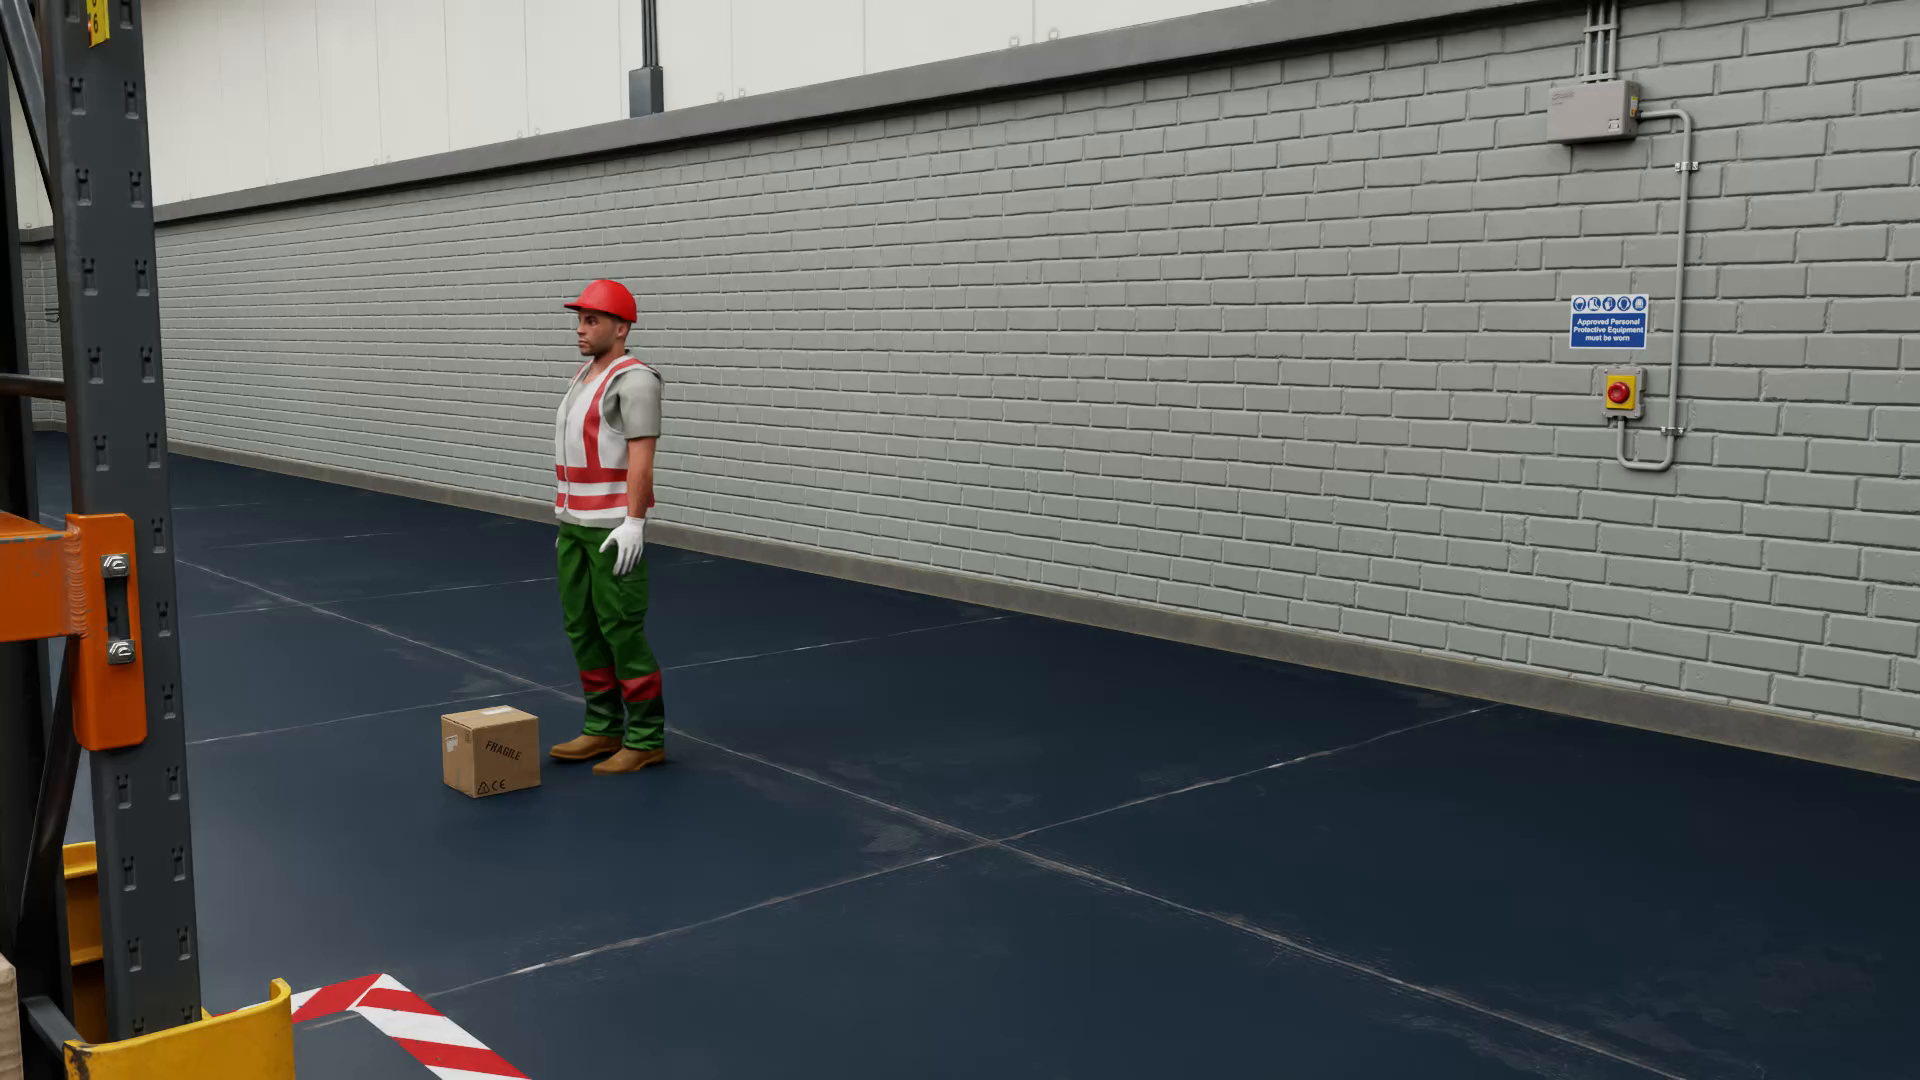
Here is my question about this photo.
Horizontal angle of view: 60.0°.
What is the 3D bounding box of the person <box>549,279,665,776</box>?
[{"bbox_3d":[-1.307,-0.045,6.100,0.354,1.803,0.523,-6,9,-39],"label":"person"}]
